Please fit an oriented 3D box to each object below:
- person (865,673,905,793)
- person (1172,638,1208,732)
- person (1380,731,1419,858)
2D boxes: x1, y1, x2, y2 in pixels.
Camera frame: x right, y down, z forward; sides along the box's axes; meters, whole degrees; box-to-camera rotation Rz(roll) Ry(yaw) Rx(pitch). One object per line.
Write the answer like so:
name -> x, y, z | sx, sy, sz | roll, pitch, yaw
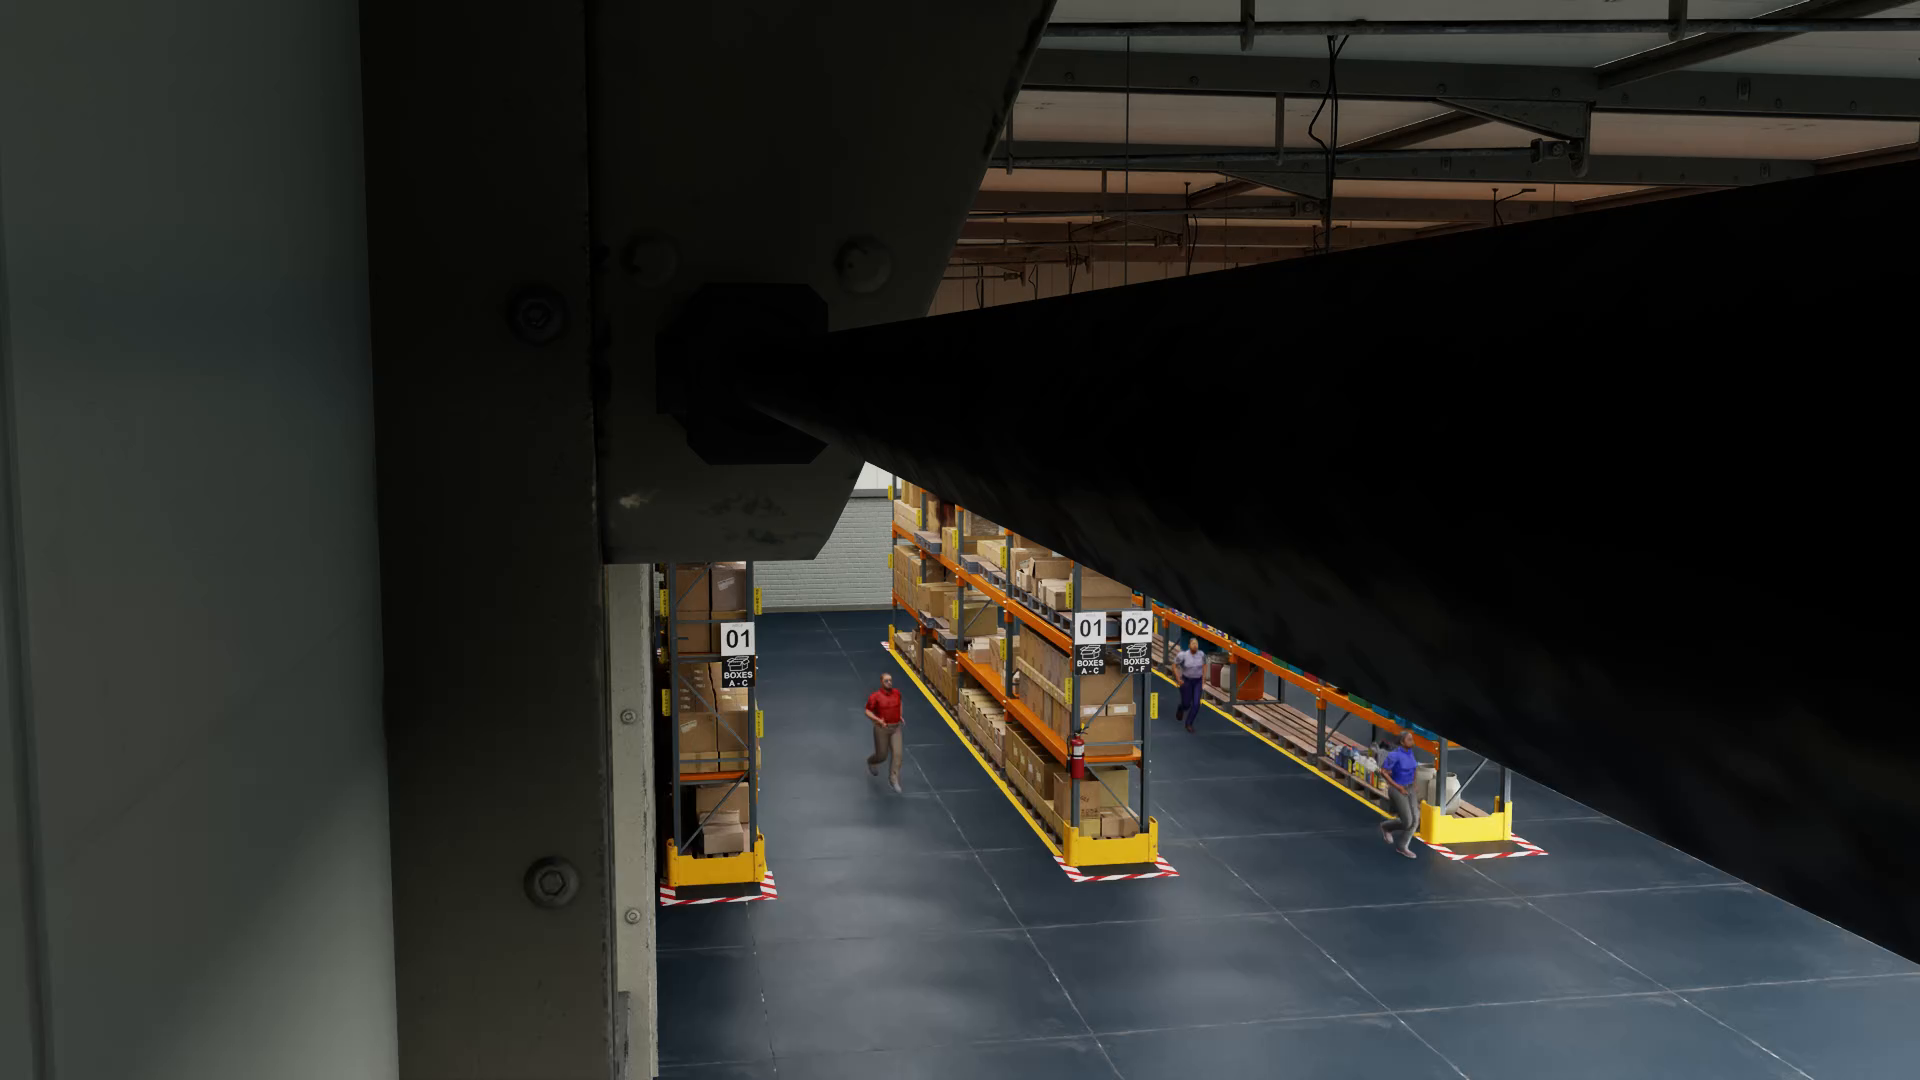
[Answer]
person -> -1.093, 2.833, 24.681 | 0.663, 1.723, 0.888 | -3, 7, -27
person -> 3.955, 2.463, 28.555 | 0.623, 1.611, 0.546 | -1, 6, -13
person -> 5.652, 3.239, 21.331 | 0.610, 1.626, 0.523 | -4, 7, -34
